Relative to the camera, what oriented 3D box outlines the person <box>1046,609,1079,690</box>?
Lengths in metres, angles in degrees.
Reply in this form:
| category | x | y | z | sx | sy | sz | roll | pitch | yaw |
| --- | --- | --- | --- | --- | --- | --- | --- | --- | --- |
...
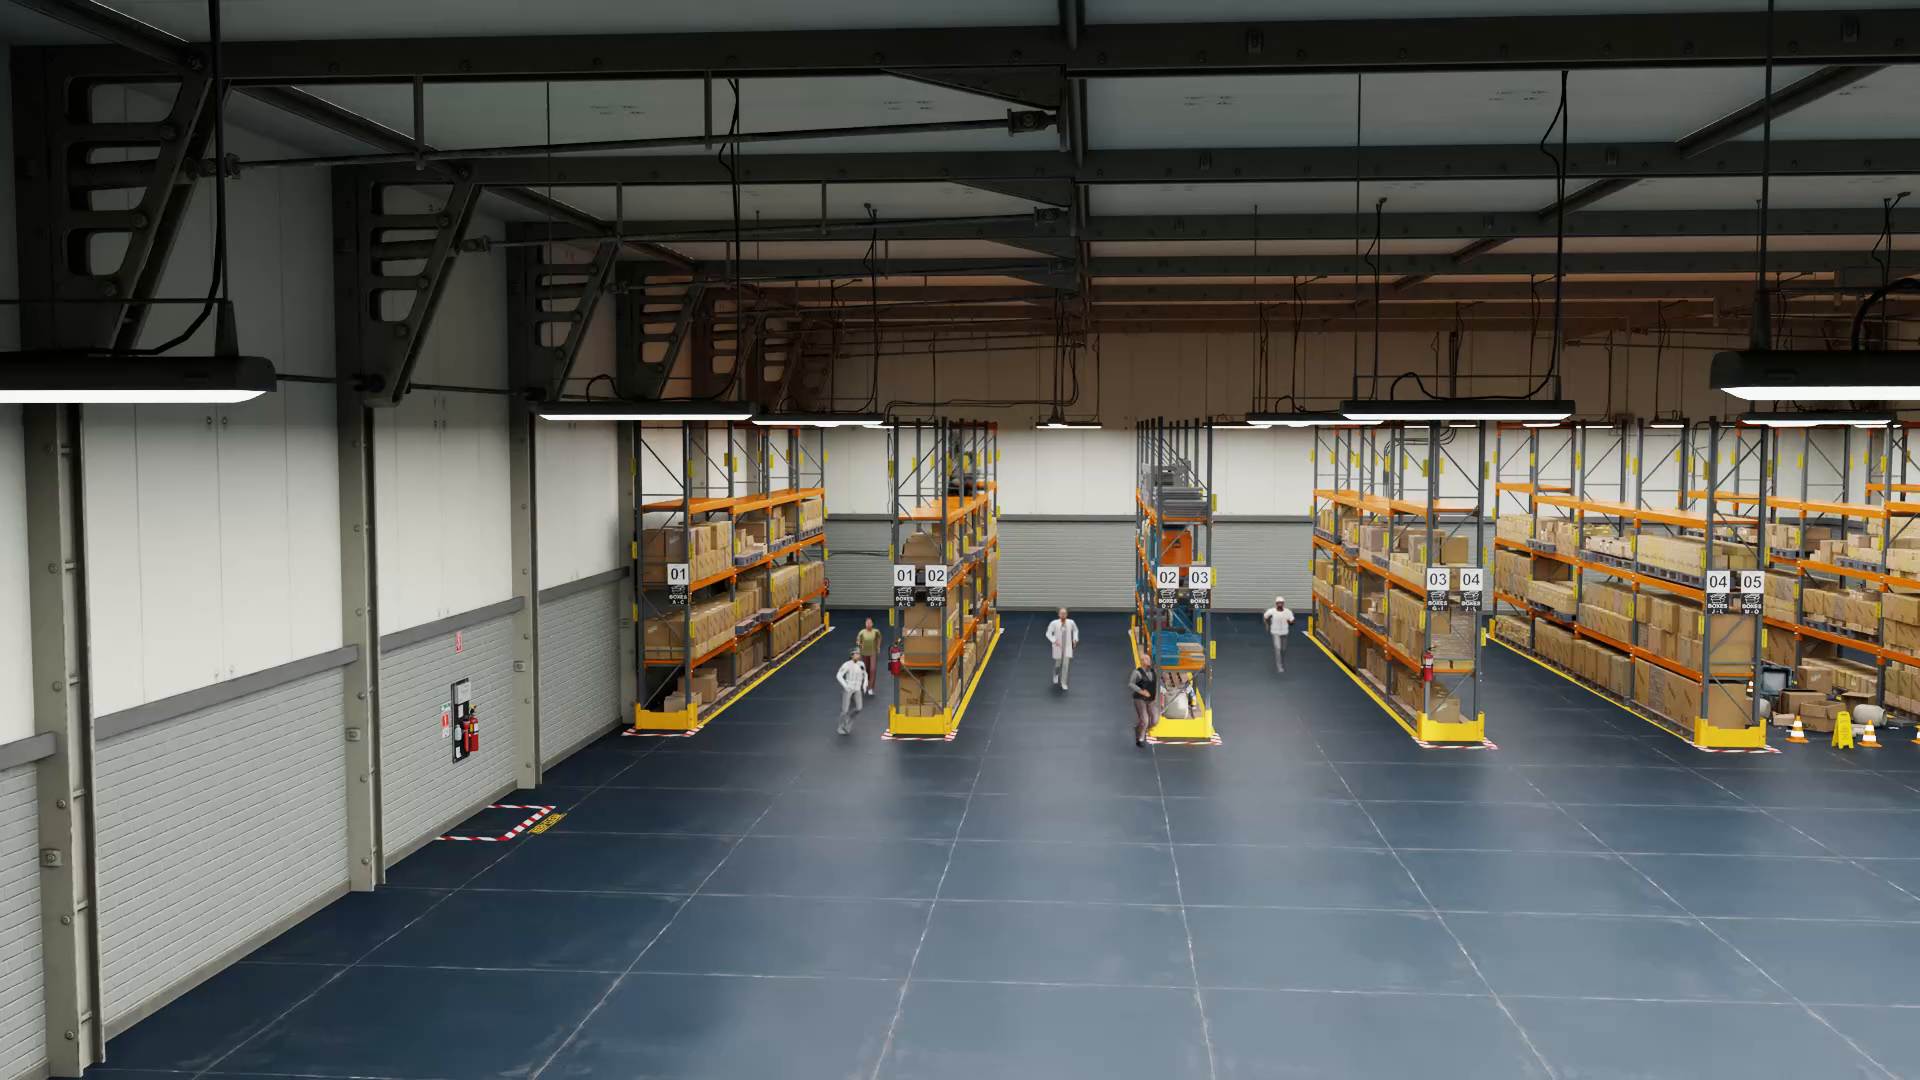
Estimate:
| category | x | y | z | sx | sy | sz | roll | pitch | yaw |
| --- | --- | --- | --- | --- | --- | --- | --- | --- | --- |
| person | 2.298 | 2.421 | 37.189 | 0.737 | 1.773 | 0.836 | 0 | 4 | -4 |

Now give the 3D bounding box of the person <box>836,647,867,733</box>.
| category | x | y | z | sx | sy | sz | roll | pitch | yaw |
| --- | --- | --- | --- | --- | --- | --- | --- | --- | --- |
| person | -2.007 | 2.843 | 31.505 | 0.679 | 1.639 | 0.544 | -2 | 4 | -24 |

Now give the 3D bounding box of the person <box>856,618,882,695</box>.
| category | x | y | z | sx | sy | sz | roll | pitch | yaw |
| --- | --- | --- | --- | --- | --- | --- | --- | --- | --- |
| person | -1.988 | 2.513 | 36.425 | 0.562 | 1.656 | 0.926 | 0 | 4 | -5 |

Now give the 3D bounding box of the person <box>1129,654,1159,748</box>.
| category | x | y | z | sx | sy | sz | roll | pitch | yaw |
| --- | --- | --- | --- | --- | --- | --- | --- | --- | --- |
| person | 3.380 | 2.919 | 30.207 | 0.674 | 1.693 | 0.589 | -2 | 4 | -31 |

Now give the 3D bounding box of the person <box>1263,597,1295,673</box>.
| category | x | y | z | sx | sy | sz | roll | pitch | yaw |
| --- | --- | --- | --- | --- | --- | --- | --- | --- | --- |
| person | 7.618 | 2.226 | 39.607 | 0.700 | 1.754 | 0.989 | 0 | 4 | -5 |
